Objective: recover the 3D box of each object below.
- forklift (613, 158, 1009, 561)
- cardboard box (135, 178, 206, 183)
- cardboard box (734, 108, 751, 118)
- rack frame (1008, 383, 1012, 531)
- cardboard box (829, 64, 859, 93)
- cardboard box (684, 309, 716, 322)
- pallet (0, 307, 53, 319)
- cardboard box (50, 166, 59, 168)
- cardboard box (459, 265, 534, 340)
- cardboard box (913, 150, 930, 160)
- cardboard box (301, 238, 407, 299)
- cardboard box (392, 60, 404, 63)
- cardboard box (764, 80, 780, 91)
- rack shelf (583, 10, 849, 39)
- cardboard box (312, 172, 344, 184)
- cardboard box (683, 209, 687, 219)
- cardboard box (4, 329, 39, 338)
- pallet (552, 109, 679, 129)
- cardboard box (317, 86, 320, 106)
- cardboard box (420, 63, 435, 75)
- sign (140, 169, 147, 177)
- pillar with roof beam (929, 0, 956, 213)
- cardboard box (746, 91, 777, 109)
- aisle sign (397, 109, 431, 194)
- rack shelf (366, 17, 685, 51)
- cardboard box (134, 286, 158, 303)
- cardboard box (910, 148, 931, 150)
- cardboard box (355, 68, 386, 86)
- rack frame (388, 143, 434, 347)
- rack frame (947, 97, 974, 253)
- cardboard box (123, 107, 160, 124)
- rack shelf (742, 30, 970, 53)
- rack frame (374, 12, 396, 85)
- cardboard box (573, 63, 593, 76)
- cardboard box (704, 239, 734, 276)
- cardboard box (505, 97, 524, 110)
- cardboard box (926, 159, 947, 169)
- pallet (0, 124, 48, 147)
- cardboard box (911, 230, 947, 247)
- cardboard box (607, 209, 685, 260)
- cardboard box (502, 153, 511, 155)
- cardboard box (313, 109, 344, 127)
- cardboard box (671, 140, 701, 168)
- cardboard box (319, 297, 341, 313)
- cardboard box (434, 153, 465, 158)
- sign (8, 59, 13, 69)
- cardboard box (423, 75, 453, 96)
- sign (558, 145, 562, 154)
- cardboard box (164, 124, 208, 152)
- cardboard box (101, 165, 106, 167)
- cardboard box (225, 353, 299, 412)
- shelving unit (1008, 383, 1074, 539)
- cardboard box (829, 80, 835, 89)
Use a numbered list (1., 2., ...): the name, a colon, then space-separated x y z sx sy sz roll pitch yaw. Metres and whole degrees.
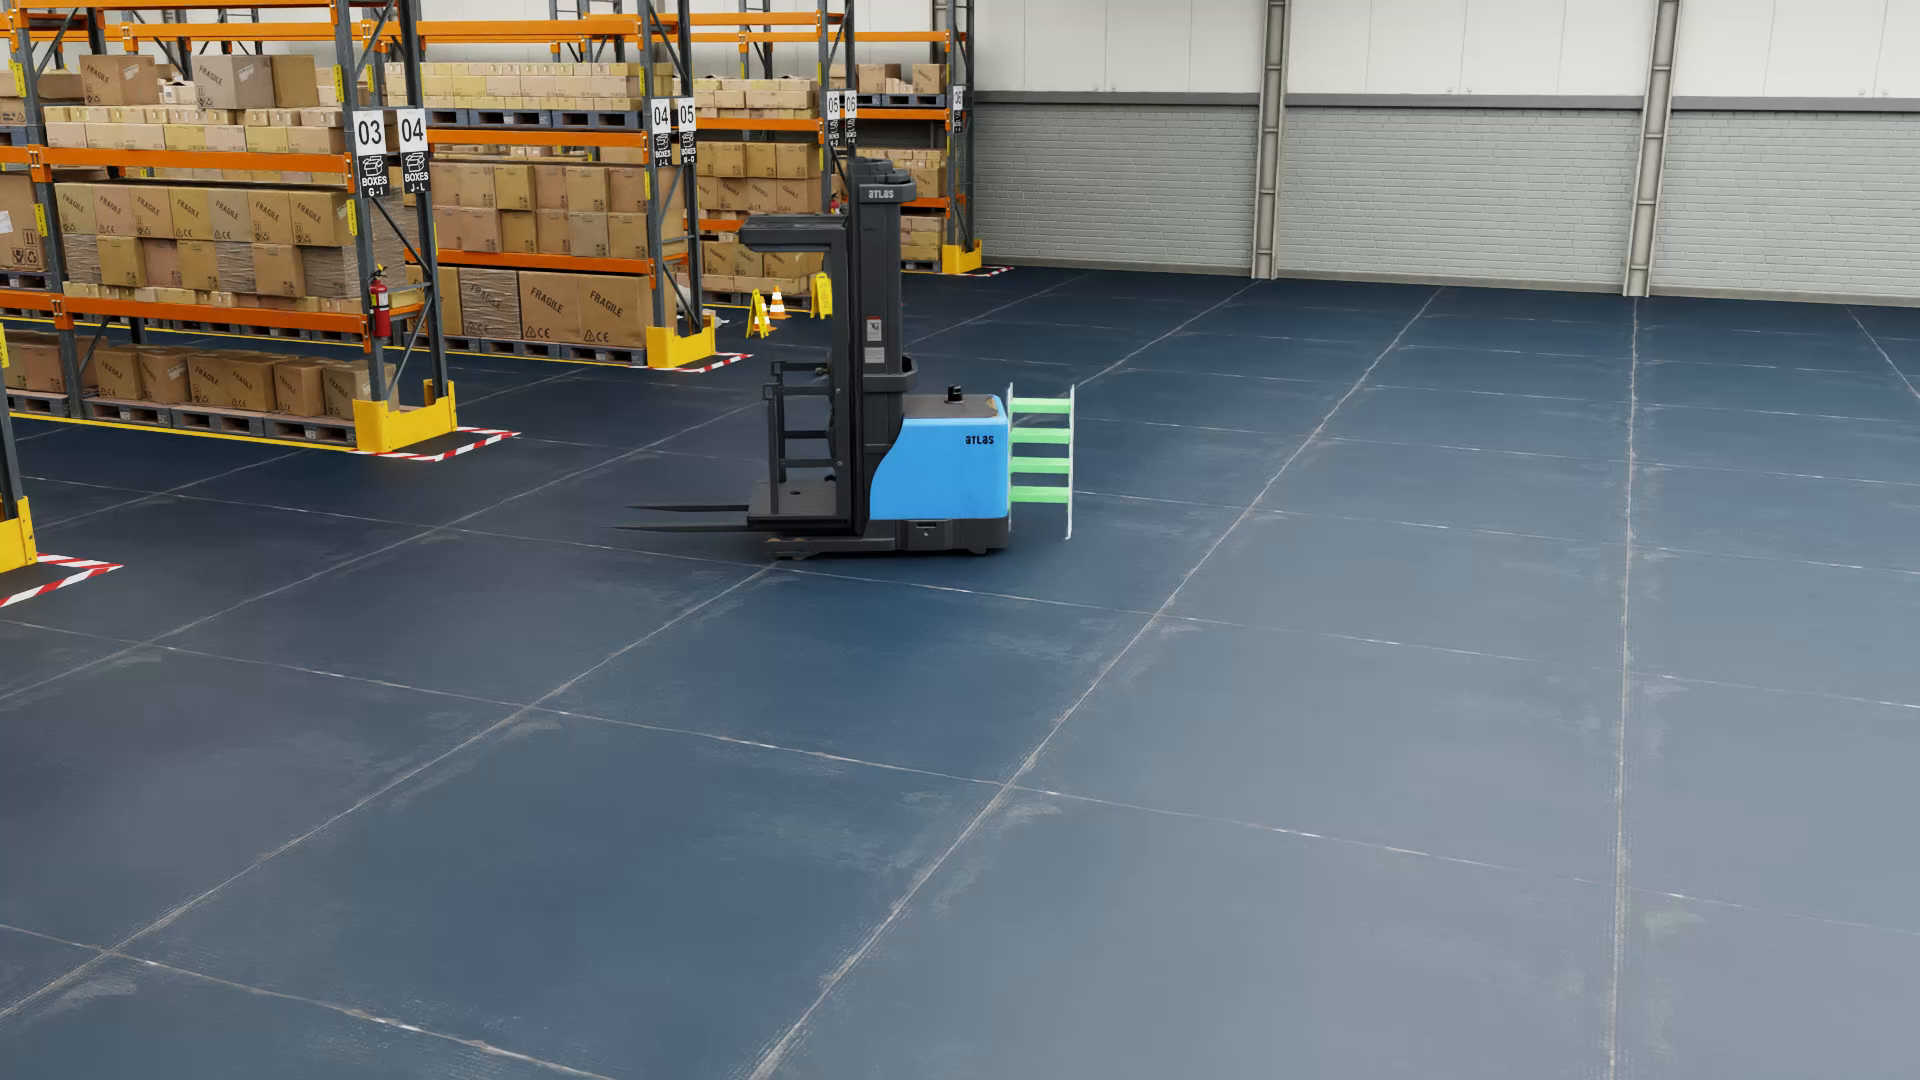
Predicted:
1. forklift: -1.156 -1.402 12.747 3.031 2.935 1.130 -1 16 -2
2. cardboard box: -8.178 -3.492 17.316 0.500 0.500 0.500 6 17 21
3. cardboard box: -3.180 -6.401 24.911 0.250 0.149 0.380 6 17 20
4. rack frame: 0.392 -0.632 13.197 0.015 1.200 0.240 2 16 6
5. cardboard box: -1.936 -8.218 29.602 0.637 0.503 0.797 7 18 22
6. cardboard box: -3.766 -3.248 24.097 0.380 0.149 0.250 -12 20 -37
7. pallet: -13.967 -3.522 24.928 1.213 0.211 1.003 6 17 21
8. cardboard box: -16.349 -6.569 30.240 0.500 0.500 0.500 6 17 20
9. cardboard box: -5.850 -3.130 21.633 0.875 0.875 0.875 6 17 21
10. cardboard box: -0.640 -6.797 29.329 0.250 0.149 0.380 6 17 21
11. cardboard box: -5.944 -2.692 16.352 0.500 0.500 0.875 6 17 21
12. cardboard box: -11.000 -9.313 32.733 0.258 0.266 0.396 6 17 20
13. cardboard box: -2.699 -6.726 24.602 0.250 0.149 0.380 6 17 20
14. rack shelf: -3.667 -7.746 25.011 4.000 0.370 1.077 6 17 21
15. cardboard box: -8.193 -4.752 22.190 0.500 0.500 0.700 6 17 20
16. cardboard box: -4.166 -5.047 25.630 0.250 0.149 0.380 6 17 21
17. cardboard box: -10.684 -2.036 18.503 0.500 0.500 0.700 5 17 16
18. pallet: -4.223 -5.184 20.431 1.213 0.211 1.003 6 17 21
19. cardboard box: -8.479 -5.810 21.763 0.500 0.250 0.500 6 17 20
20. cardboard box: -6.563 -5.898 20.817 0.250 0.149 0.380 6 17 20
21. sign: -11.161 -4.908 22.765 0.005 0.325 0.100 6 17 21
22. pillar with roof beam: -1.885 -8.365 25.846 0.400 9.000 9.100 6 17 21
23. cardboard box: -2.844 -6.557 24.733 0.500 0.250 0.500 6 17 20
24. aisle sign: -5.275 -3.757 16.073 0.004 0.787 0.394 6 17 21
25. rack shelf: -5.389 -6.261 20.609 4.000 0.370 1.077 6 17 21
26. cardboard box: -8.150 -2.519 16.921 0.250 0.149 0.380 6 17 21
27. cardboard box: -0.705 -6.946 29.844 0.250 0.149 0.380 7 17 22
28. cardboard box: -9.655 -7.517 27.368 0.637 0.503 0.797 5 17 17
29. rack frame: -7.250 -4.123 21.994 0.127 3.000 1.000 6 17 21
30. rack frame: 0.011 -6.295 29.478 0.127 3.000 1.000 6 17 21
31. cardboard box: -7.997 -4.187 16.388 0.250 0.149 0.380 6 17 20
32. rack shelf: -1.849 -8.843 29.502 4.000 0.370 1.077 6 17 21
33. rack frame: -9.248 -8.707 27.025 0.127 3.000 1.000 6 17 21
34. cardboard box: -4.437 -5.664 20.013 0.250 0.149 0.380 7 17 22
35. cardboard box: -3.601 -4.369 25.677 0.500 0.500 0.500 6 17 19
36. cardboard box: -5.381 -5.385 20.481 0.250 0.149 0.380 7 17 21
37. cardboard box: -0.414 -6.618 29.245 0.250 0.149 0.380 7 17 21
38. pallet: -9.699 -4.288 17.519 1.003 0.211 1.213 6 17 21
39. cardboard box: -0.556 -5.385 29.625 0.500 0.250 0.500 6 17 20
40. cardboard box: -3.890 -3.812 20.654 0.550 0.550 0.875 6 17 21
41. cardboard box: -7.261 -6.087 27.293 0.500 0.500 0.500 6 17 18
42. cardboard box: -5.815 -3.945 15.555 0.250 0.149 0.380 6 17 21
43. cardboard box: -4.273 -5.870 25.507 0.500 0.500 0.700 6 17 19
44. cardboard box: -6.016 -2.318 16.229 0.250 0.149 0.380 6 17 21
45. cardboard box: -8.427 -6.061 27.204 0.500 0.500 0.500 7 18 23
46. sign: -16.900 -8.399 29.635 0.005 0.325 0.100 6 17 21
47. cardboard box: -6.428 -5.710 20.884 0.500 0.250 0.500 6 17 20
48. sign: -7.621 -7.490 31.658 0.005 0.325 0.100 6 17 21
49. cardboard box: -7.393 -3.944 16.269 0.500 0.250 0.500 6 17 20
50. cardboard box: -14.919 -6.897 29.578 0.500 0.500 0.500 6 17 21
51. cardboard box: -7.161 -1.628 17.131 0.500 0.500 0.500 8 18 26
52. shelving unit: 0.635 -0.624 13.171 0.503 1.200 0.258 2 16 6
53. cardboard box: -2.062 -6.800 24.855 0.250 0.149 0.380 6 17 20
